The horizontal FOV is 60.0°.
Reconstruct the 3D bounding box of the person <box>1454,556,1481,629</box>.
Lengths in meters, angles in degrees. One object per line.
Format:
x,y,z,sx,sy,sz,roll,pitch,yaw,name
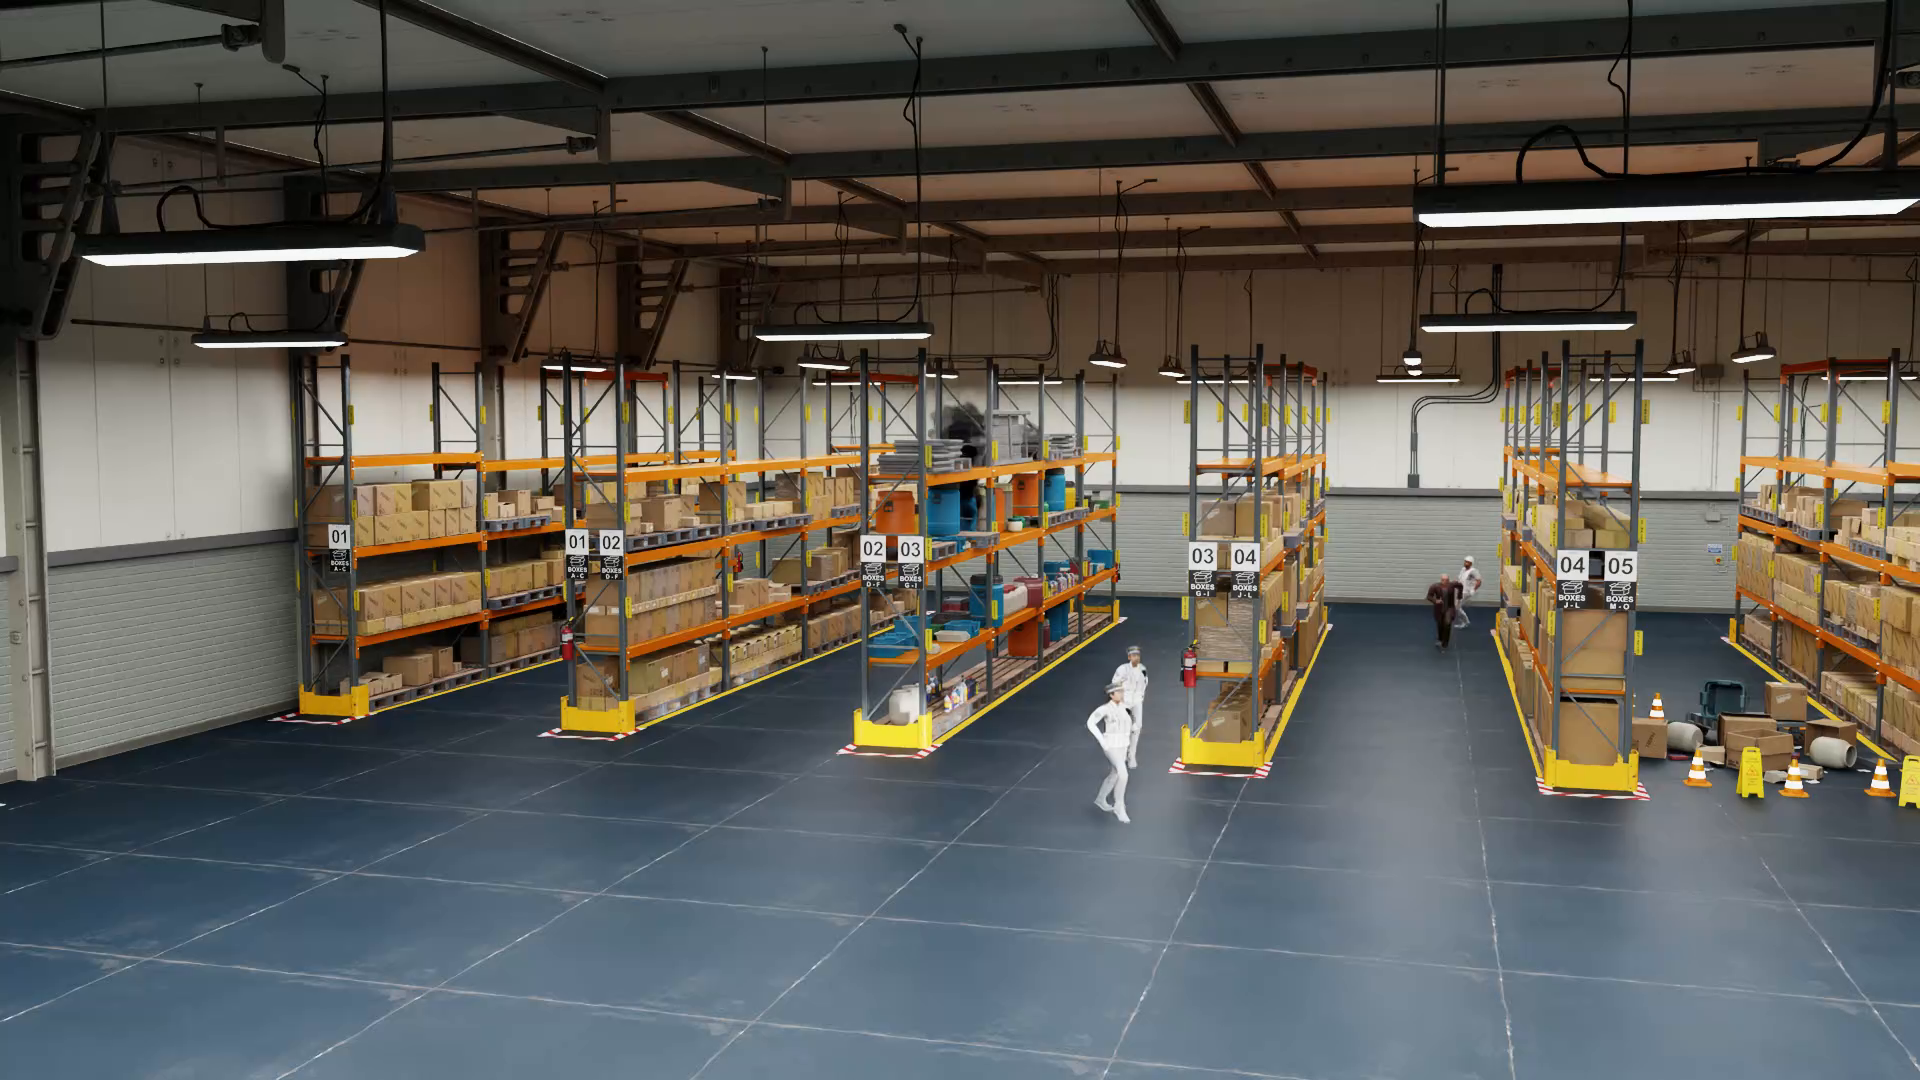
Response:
11.822,1.228,38.966,0.590,1.733,0.701,0,4,1,person

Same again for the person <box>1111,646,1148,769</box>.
2.452,2.368,23.921,0.619,1.743,0.787,-1,4,-13,person

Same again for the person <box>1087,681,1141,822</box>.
1.930,2.615,20.676,0.702,1.754,0.595,4,6,43,person

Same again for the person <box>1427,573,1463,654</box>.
10.277,1.540,35.295,0.751,1.743,1.072,1,4,13,person
